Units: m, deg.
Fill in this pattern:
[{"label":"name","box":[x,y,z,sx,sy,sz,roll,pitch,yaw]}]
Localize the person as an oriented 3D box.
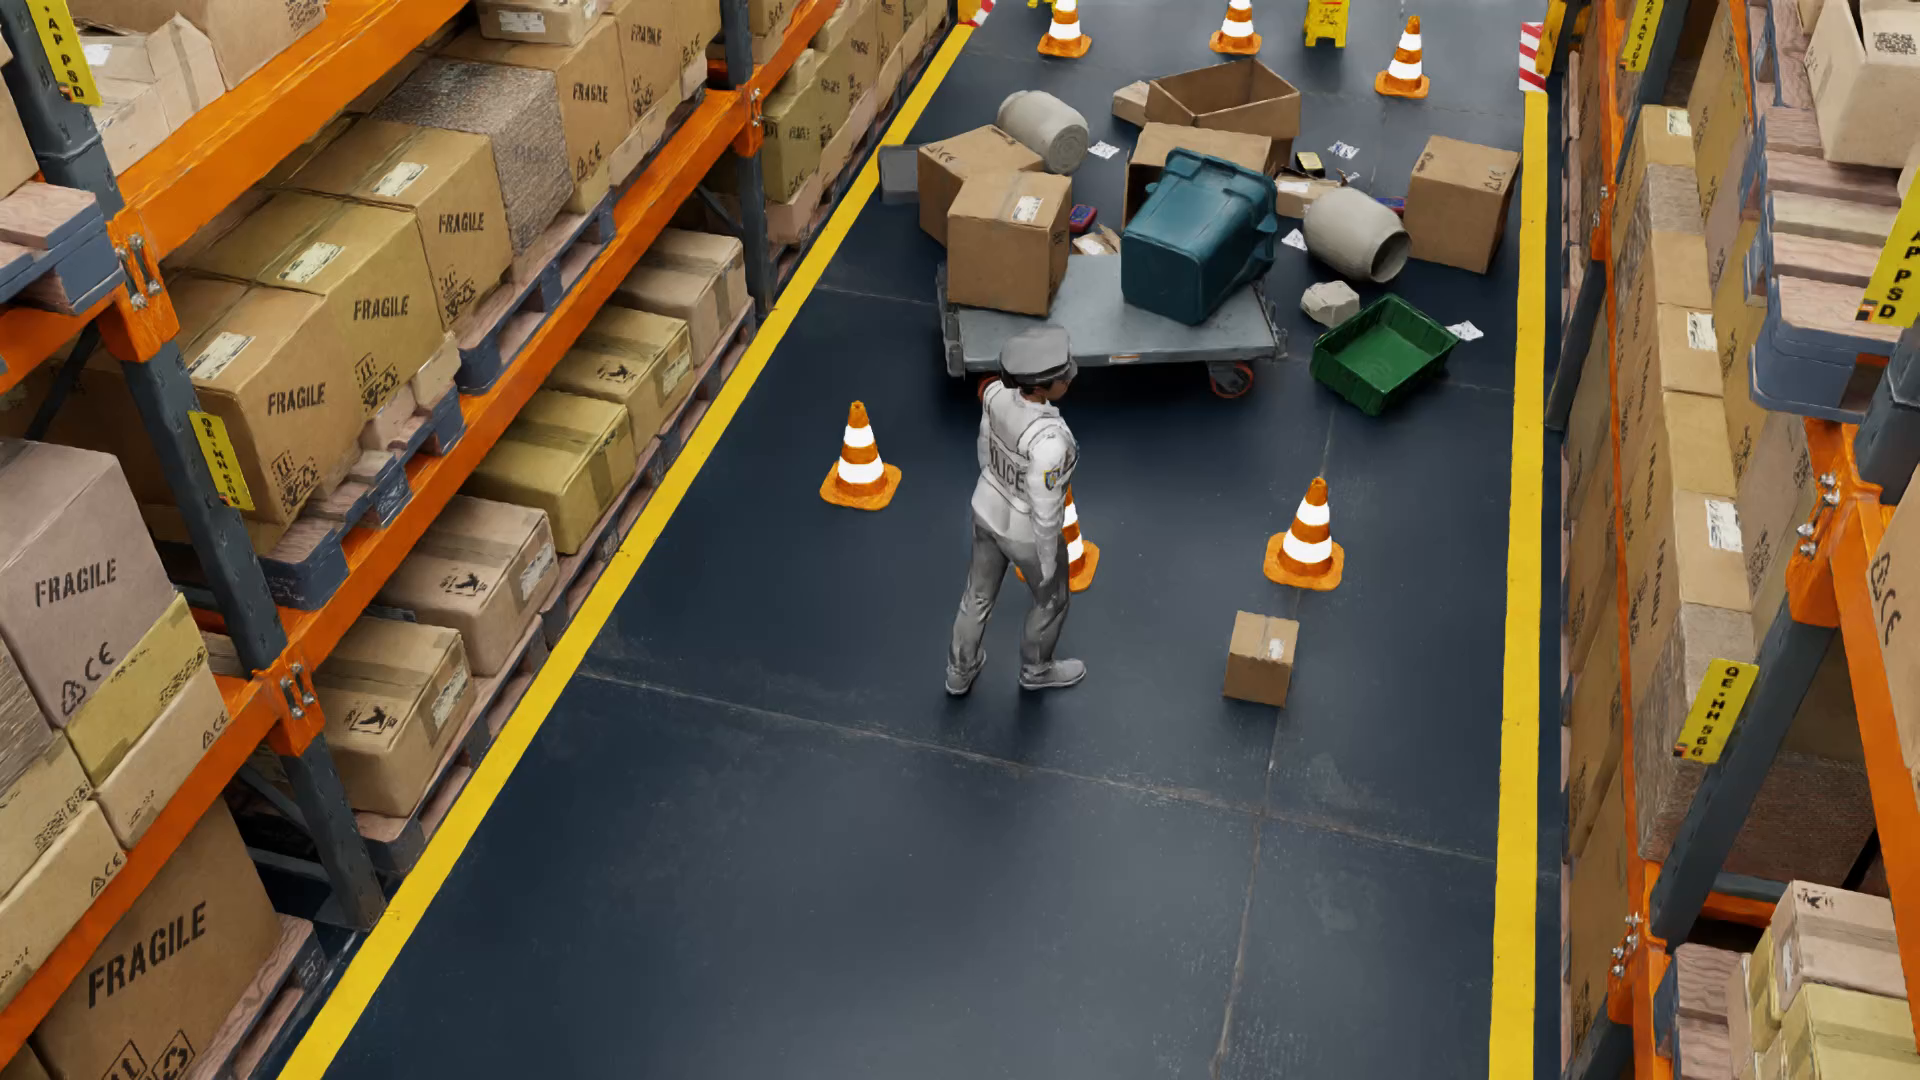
[{"label":"person","box":[0.217,-0.059,6.218,0.550,1.671,0.499,-25,47,-25]}]
